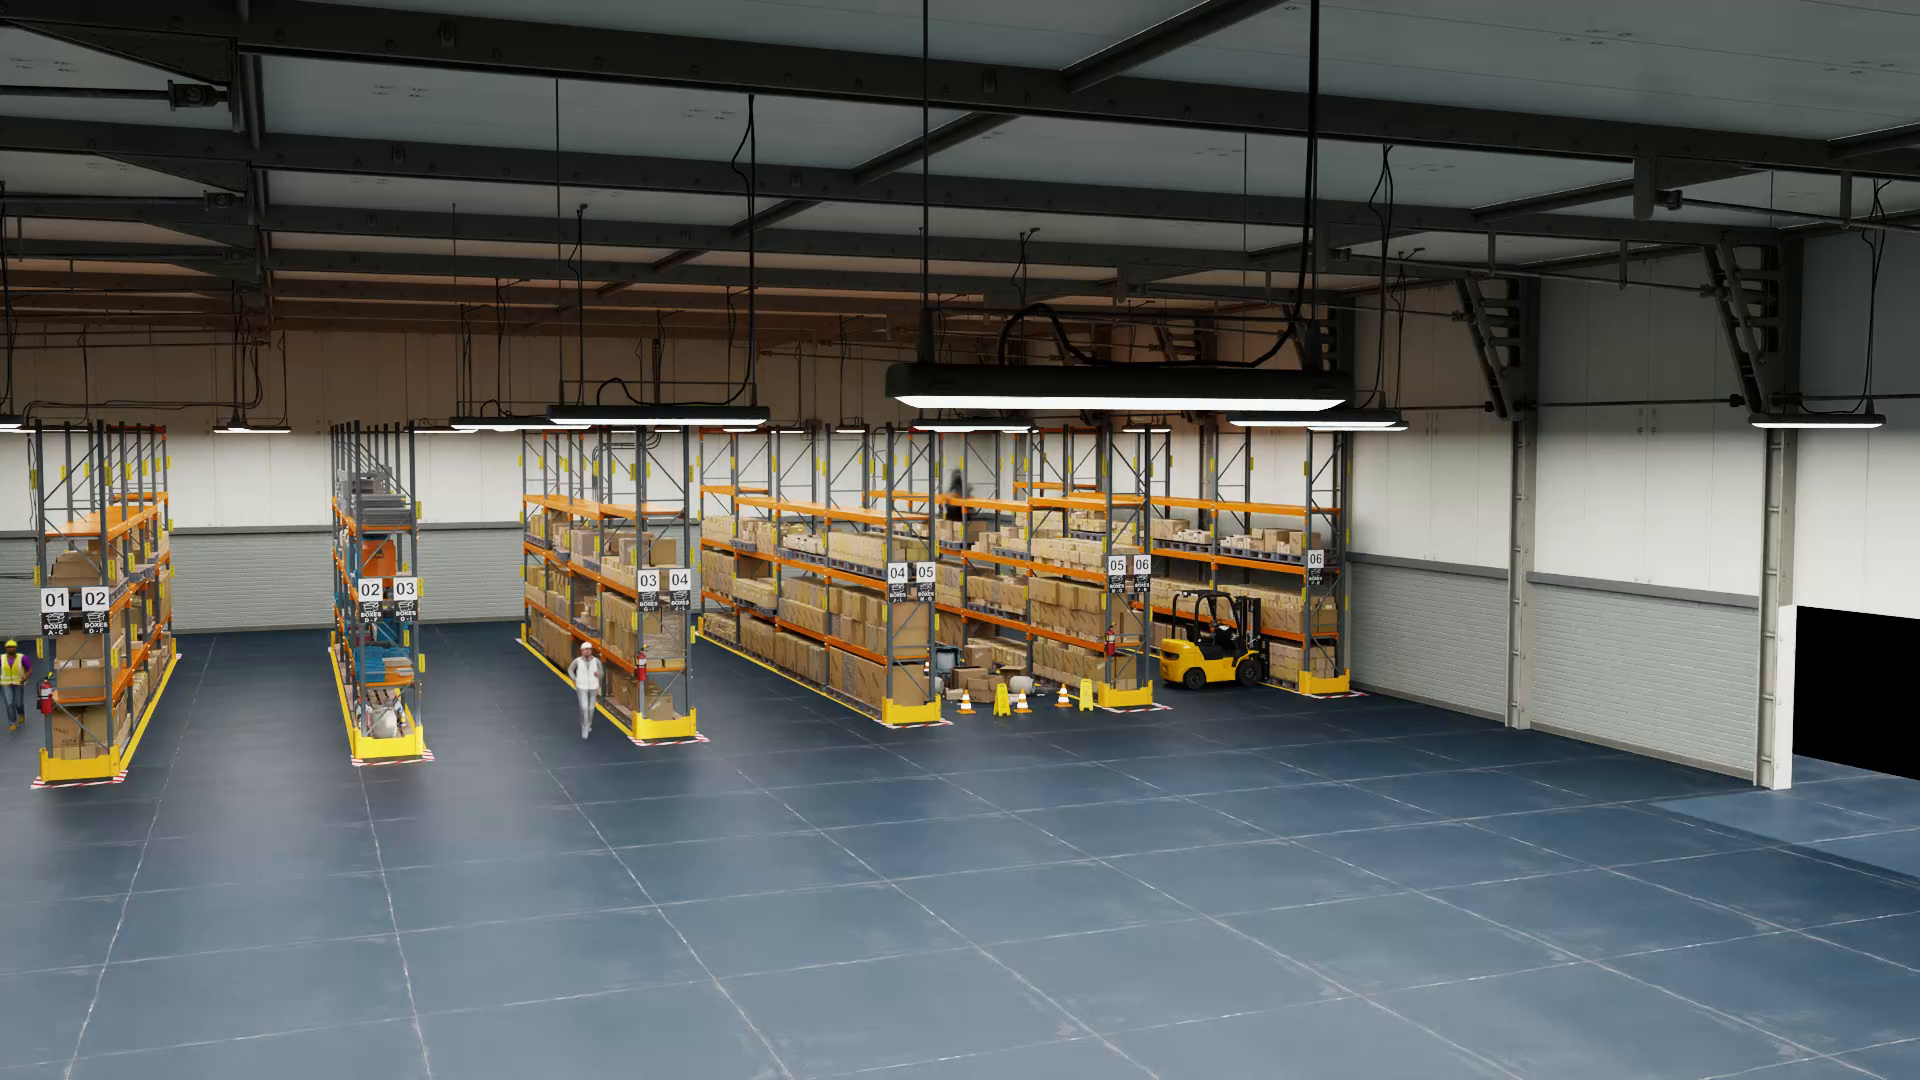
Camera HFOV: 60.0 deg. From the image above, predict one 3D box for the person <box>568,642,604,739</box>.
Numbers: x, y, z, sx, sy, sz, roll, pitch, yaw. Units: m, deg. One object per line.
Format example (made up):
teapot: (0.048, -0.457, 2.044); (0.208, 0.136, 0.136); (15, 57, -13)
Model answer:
person: (-7.116, 2.863, 31.749); (0.638, 1.837, 0.735); (-2, 4, -25)

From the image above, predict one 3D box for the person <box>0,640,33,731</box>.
person: (-18.511, 2.825, 32.470); (0.708, 1.746, 0.675); (-2, 4, -25)

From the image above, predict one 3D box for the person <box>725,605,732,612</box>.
person: (-6.789, 1.806, 49.542); (0.569, 1.629, 0.613); (1, 4, 13)
